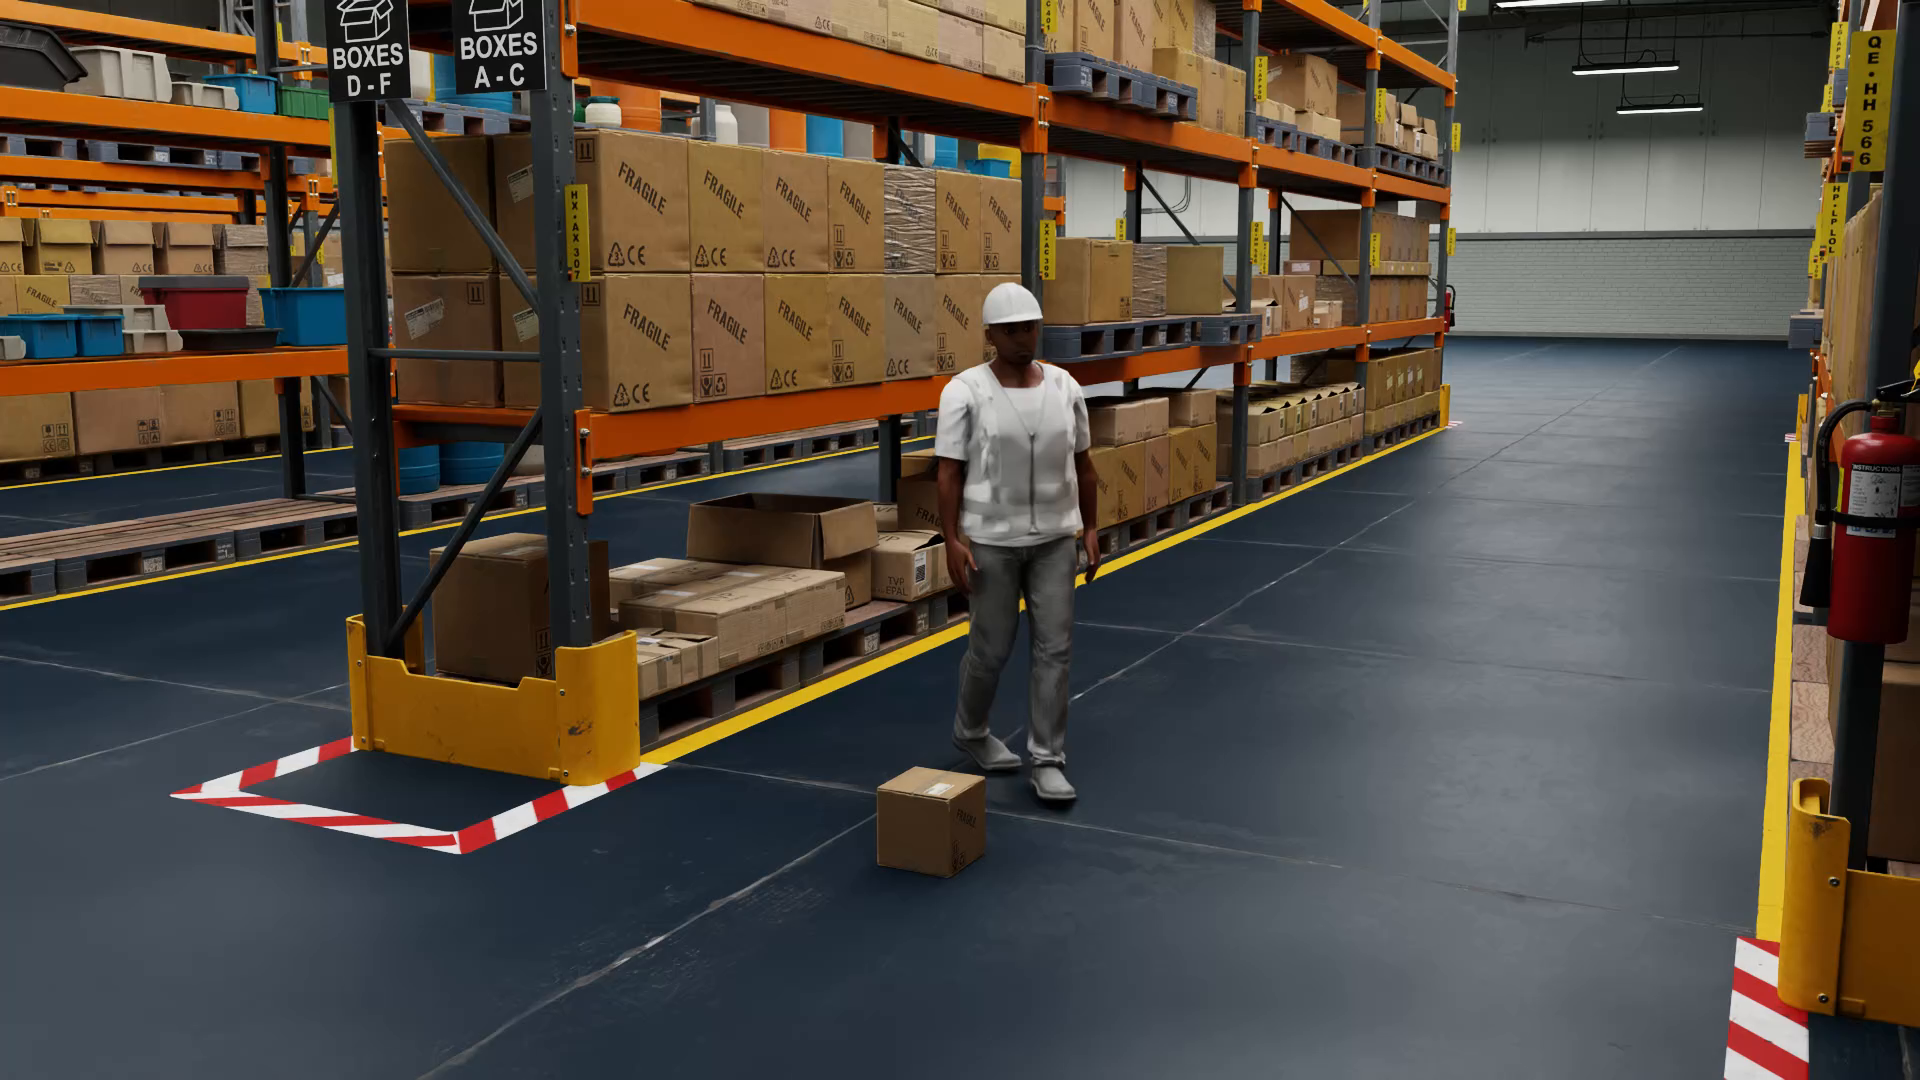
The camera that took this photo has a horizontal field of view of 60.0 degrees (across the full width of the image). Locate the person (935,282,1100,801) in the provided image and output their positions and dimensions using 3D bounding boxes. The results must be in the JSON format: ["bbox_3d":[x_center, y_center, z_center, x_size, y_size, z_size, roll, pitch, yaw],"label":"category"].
[{"bbox_3d":[0.216,-0.005,5.795,0.598,1.765,0.679,-2,9,-15],"label":"person"}]
